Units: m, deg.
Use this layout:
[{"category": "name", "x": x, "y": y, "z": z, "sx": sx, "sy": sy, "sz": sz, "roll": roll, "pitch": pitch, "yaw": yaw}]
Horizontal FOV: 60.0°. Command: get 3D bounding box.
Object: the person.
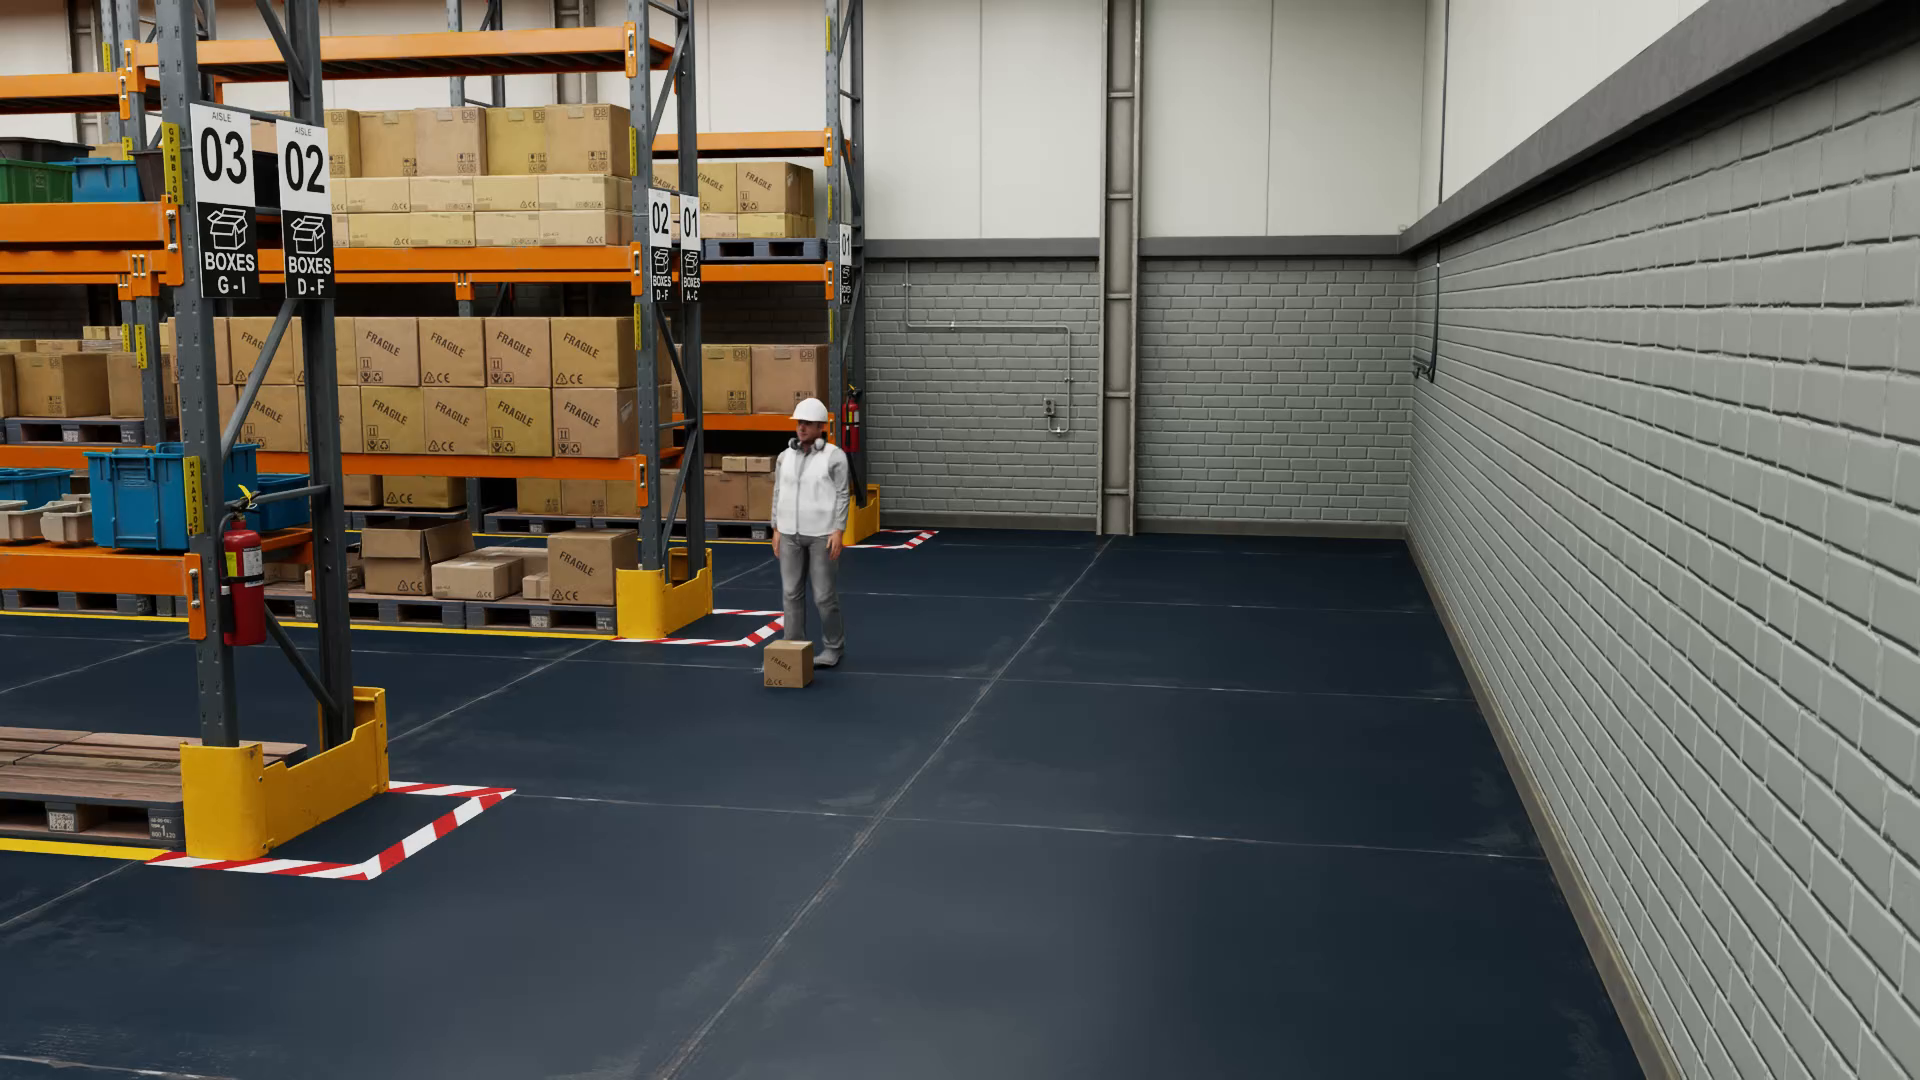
[{"category": "person", "x": -1.000, "y": -0.038, "z": 10.933, "sx": 0.552, "sy": 1.778, "sz": 0.533, "roll": 3, "pitch": 8, "yaw": 21}]
